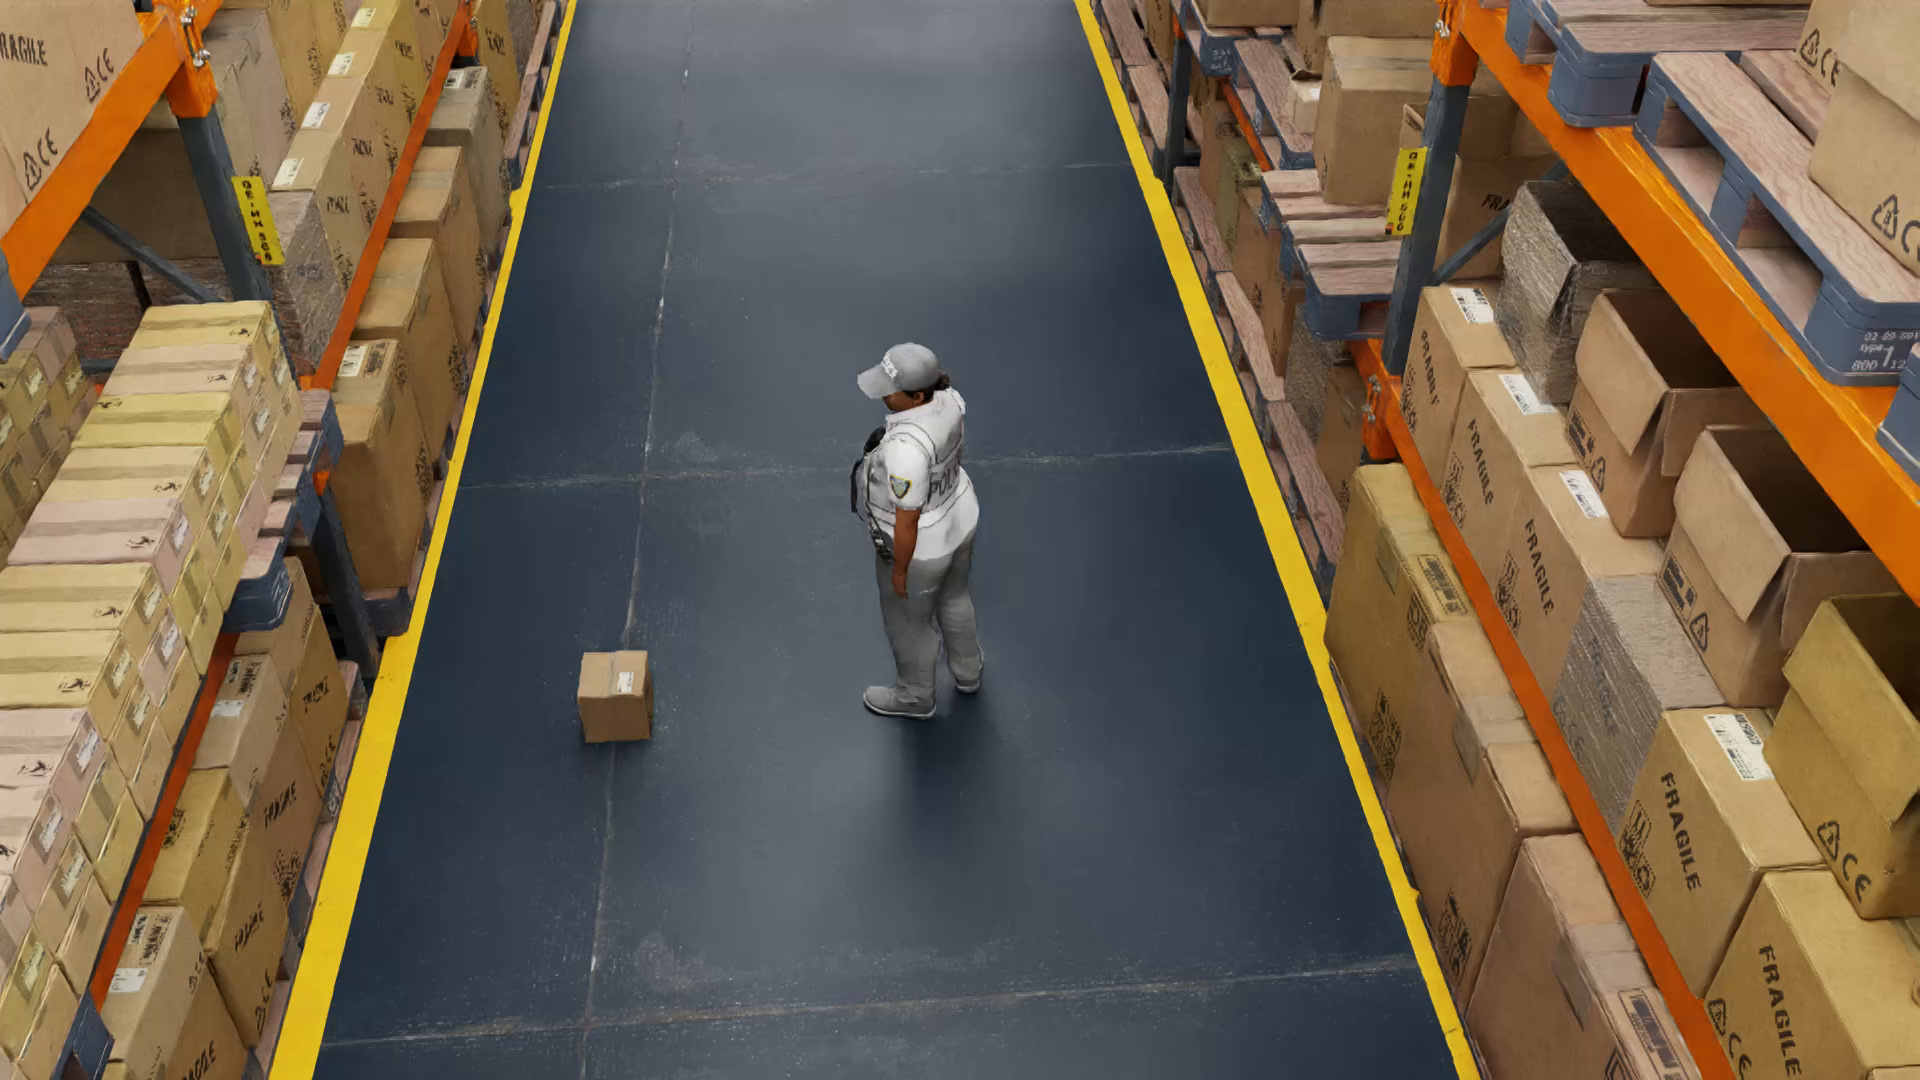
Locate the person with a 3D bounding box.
[{"bbox_3d":[-0.128,-0.048,6.195,0.398,1.668,0.591,19,43,21],"label":"person"}]
